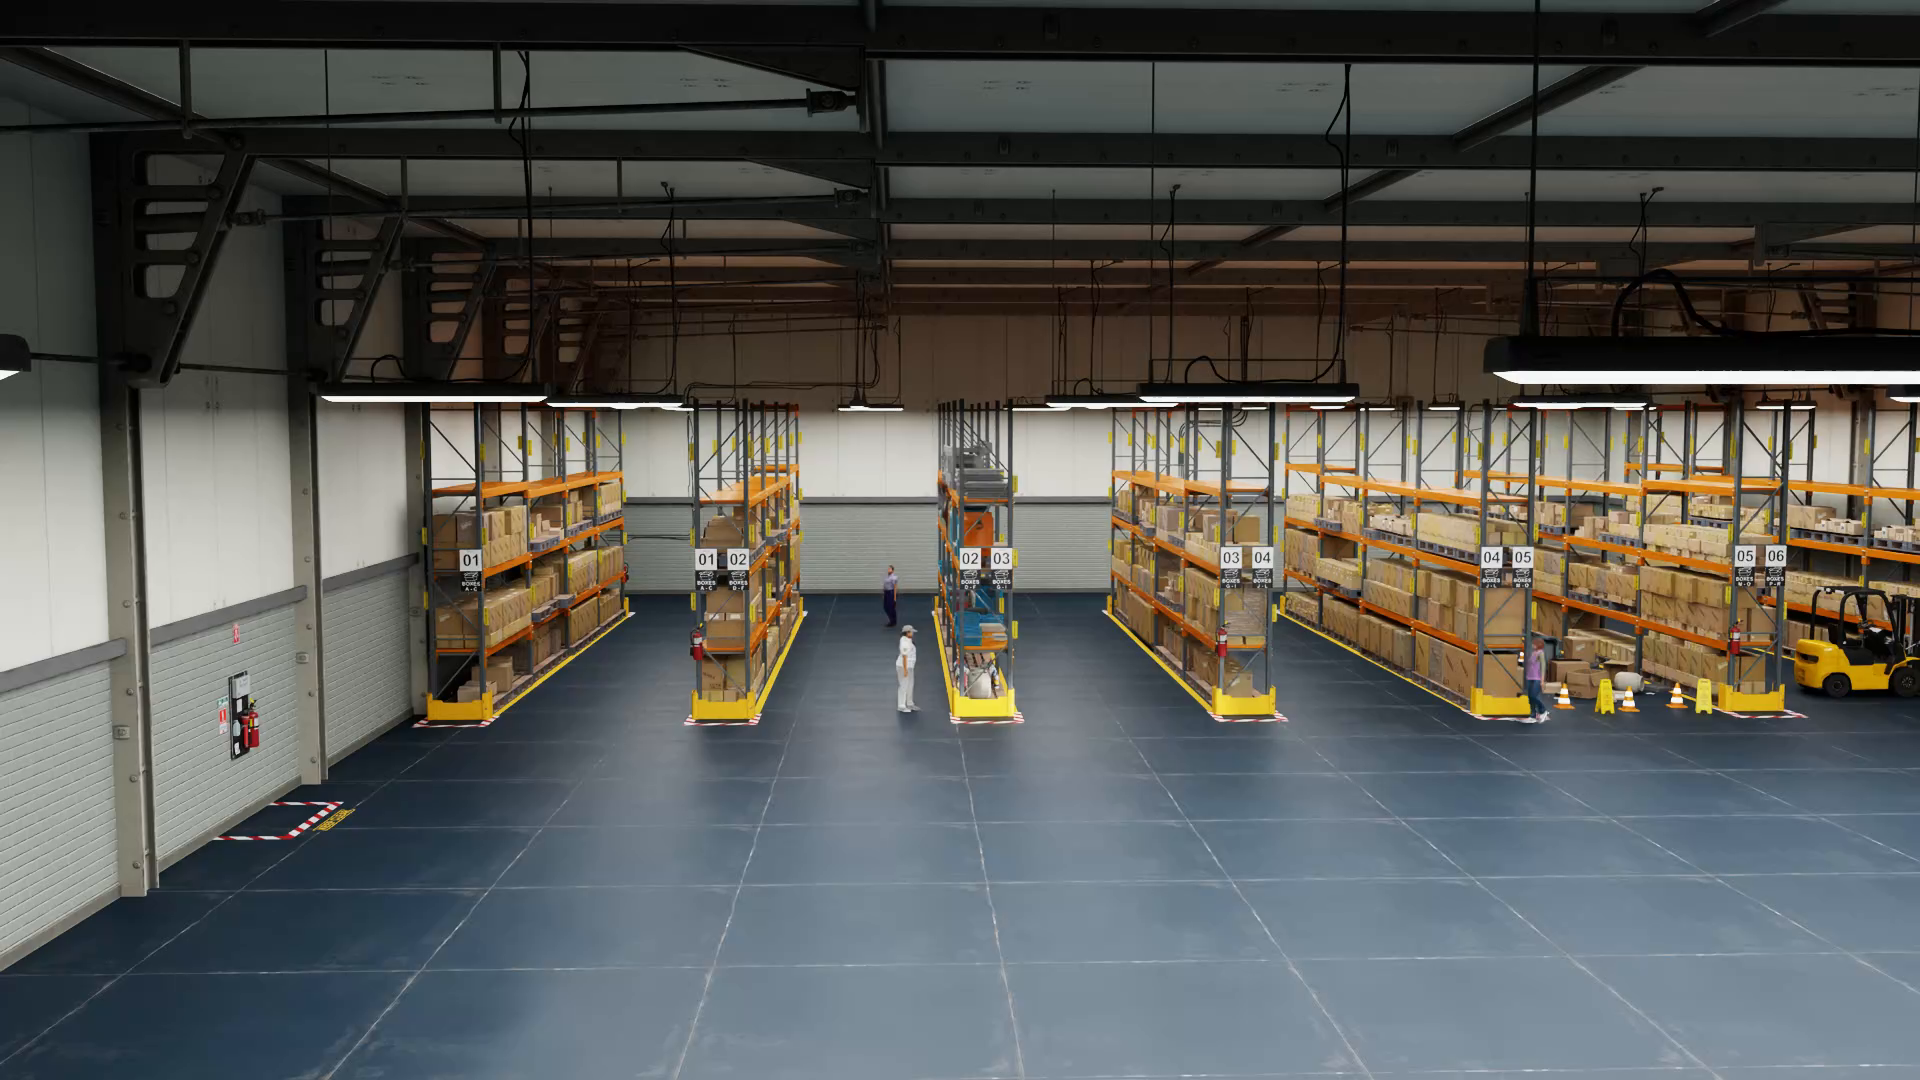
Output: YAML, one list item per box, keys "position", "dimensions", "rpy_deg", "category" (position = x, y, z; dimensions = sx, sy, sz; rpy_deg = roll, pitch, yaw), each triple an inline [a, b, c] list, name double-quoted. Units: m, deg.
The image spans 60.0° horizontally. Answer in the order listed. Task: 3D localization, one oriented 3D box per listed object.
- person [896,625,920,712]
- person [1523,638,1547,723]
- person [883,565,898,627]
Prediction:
- position: [-1.014, 2.467, 31.971]
  dimensions: [0.448, 1.682, 0.498]
  rpy_deg: [0, 4, 6]
  category: "person"
- position: [10.608, 2.588, 30.623]
  dimensions: [0.419, 1.594, 0.450]
  rpy_deg: [-2, 5, -26]
  category: "person"
- position: [-1.868, 1.499, 44.792]
  dimensions: [0.399, 1.650, 0.524]
  rpy_deg: [-3, 5, -32]
  category: "person"
